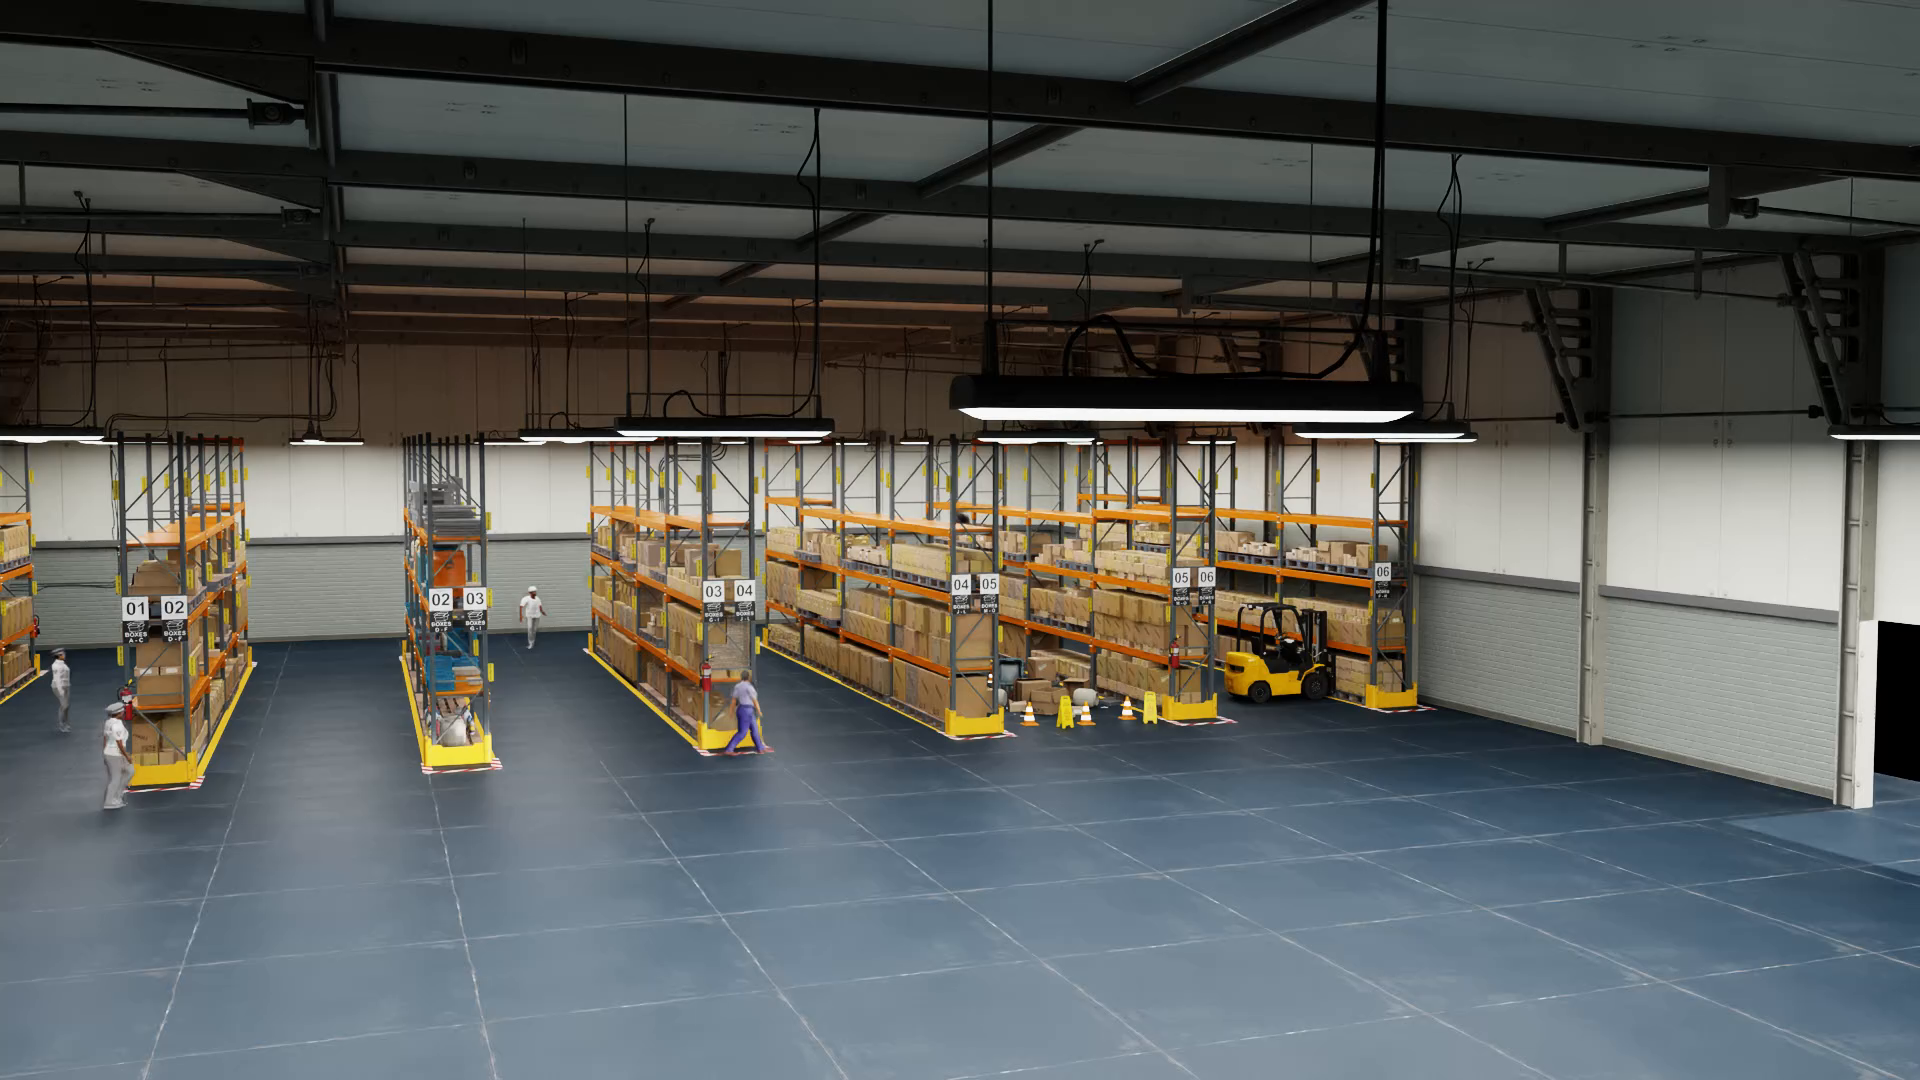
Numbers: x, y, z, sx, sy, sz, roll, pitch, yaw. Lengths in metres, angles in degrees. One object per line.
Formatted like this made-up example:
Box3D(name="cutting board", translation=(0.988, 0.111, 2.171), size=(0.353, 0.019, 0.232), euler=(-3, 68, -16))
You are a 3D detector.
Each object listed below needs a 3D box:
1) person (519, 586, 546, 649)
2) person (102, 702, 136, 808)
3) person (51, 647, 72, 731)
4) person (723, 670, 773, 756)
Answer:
Box3D(name="person", translation=(-12.314, 2.220, 47.895), size=(0.736, 1.765, 0.963), euler=(-1, 3, -21))
Box3D(name="person", translation=(-13.344, 3.427, 26.347), size=(0.478, 1.707, 0.442), euler=(-1, 3, -24))
Box3D(name="person", translation=(-18.206, 3.050, 33.787), size=(0.456, 1.744, 0.485), euler=(0, 3, 5))
Box3D(name="person", translation=(-3.926, 3.203, 30.825), size=(0.979, 1.596, 0.473), euler=(-1, 3, -19))
